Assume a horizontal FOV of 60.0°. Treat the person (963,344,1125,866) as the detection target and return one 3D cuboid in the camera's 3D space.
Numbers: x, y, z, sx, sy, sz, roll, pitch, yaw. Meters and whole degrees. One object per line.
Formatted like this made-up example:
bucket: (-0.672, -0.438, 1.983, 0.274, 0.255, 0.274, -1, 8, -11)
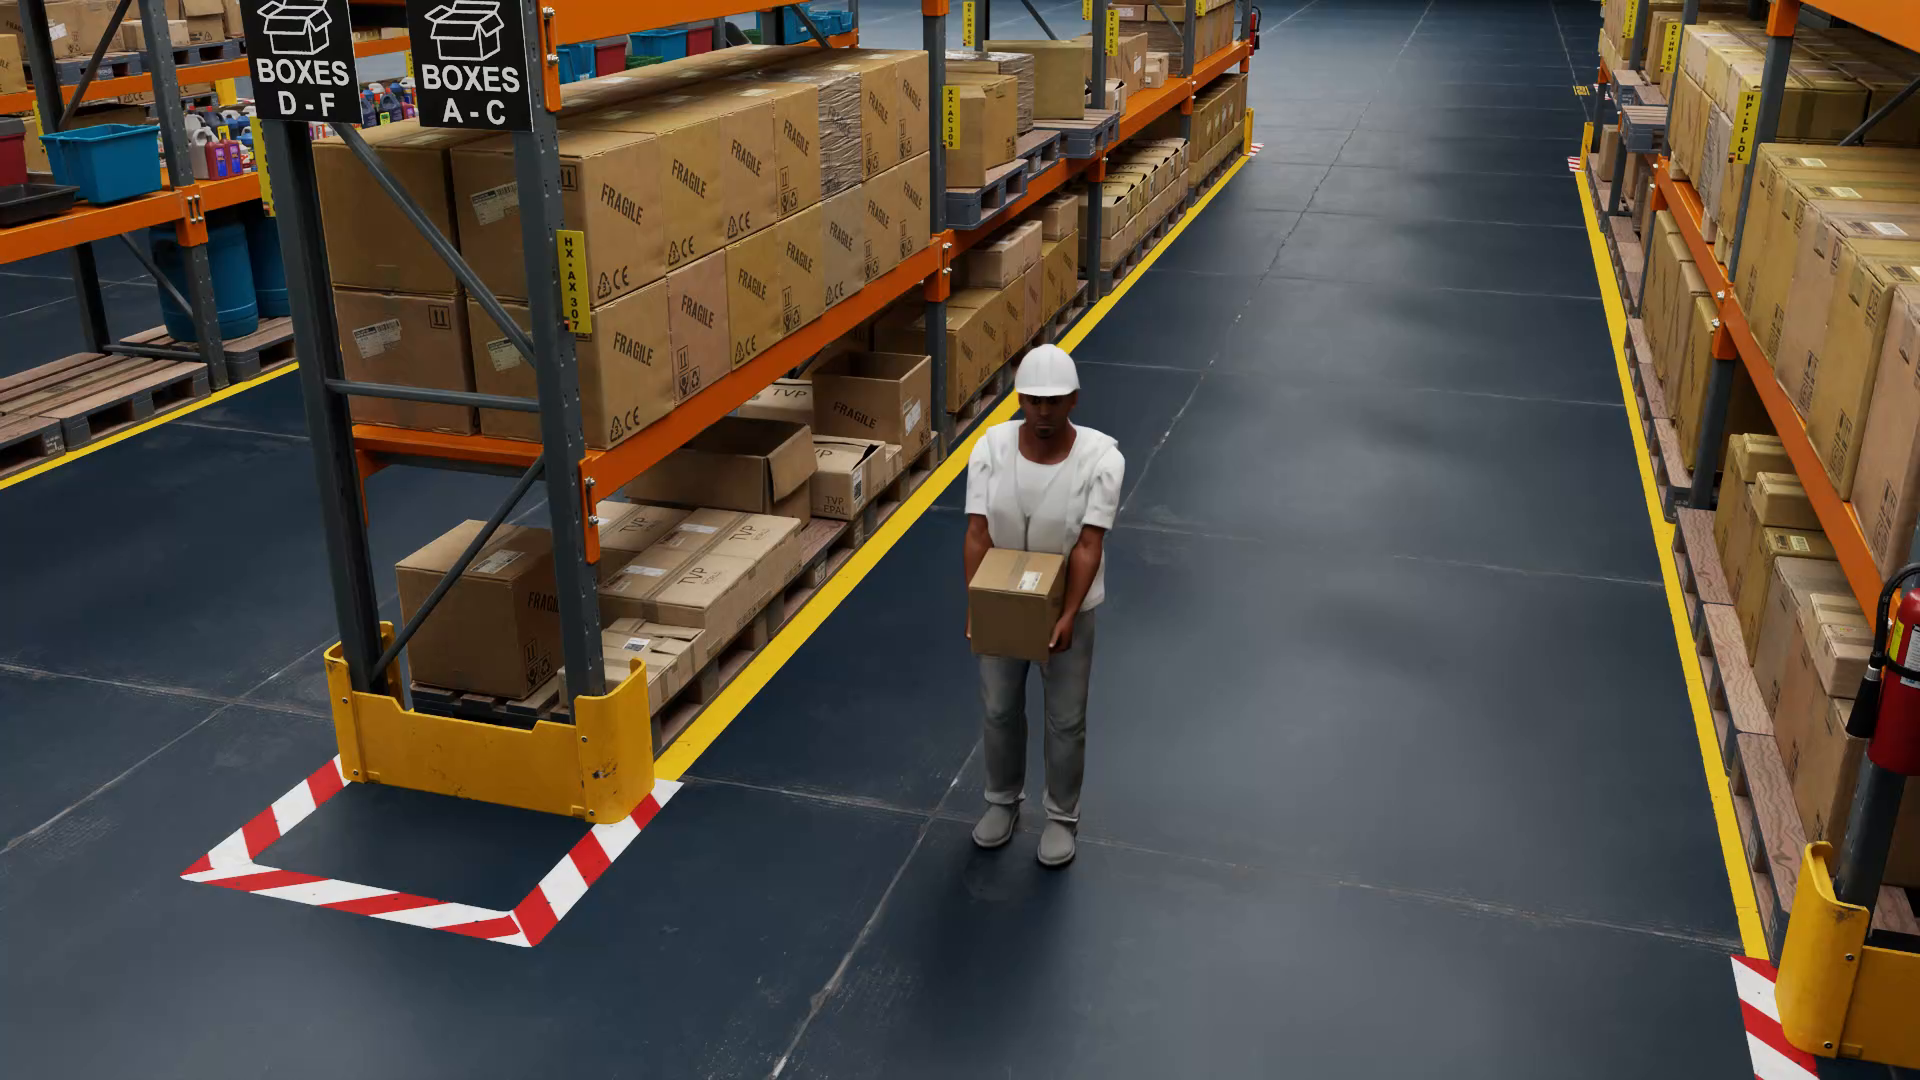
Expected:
person: (0.247, 0.244, 5.449, 0.505, 1.762, 0.573, 6, 23, 15)
